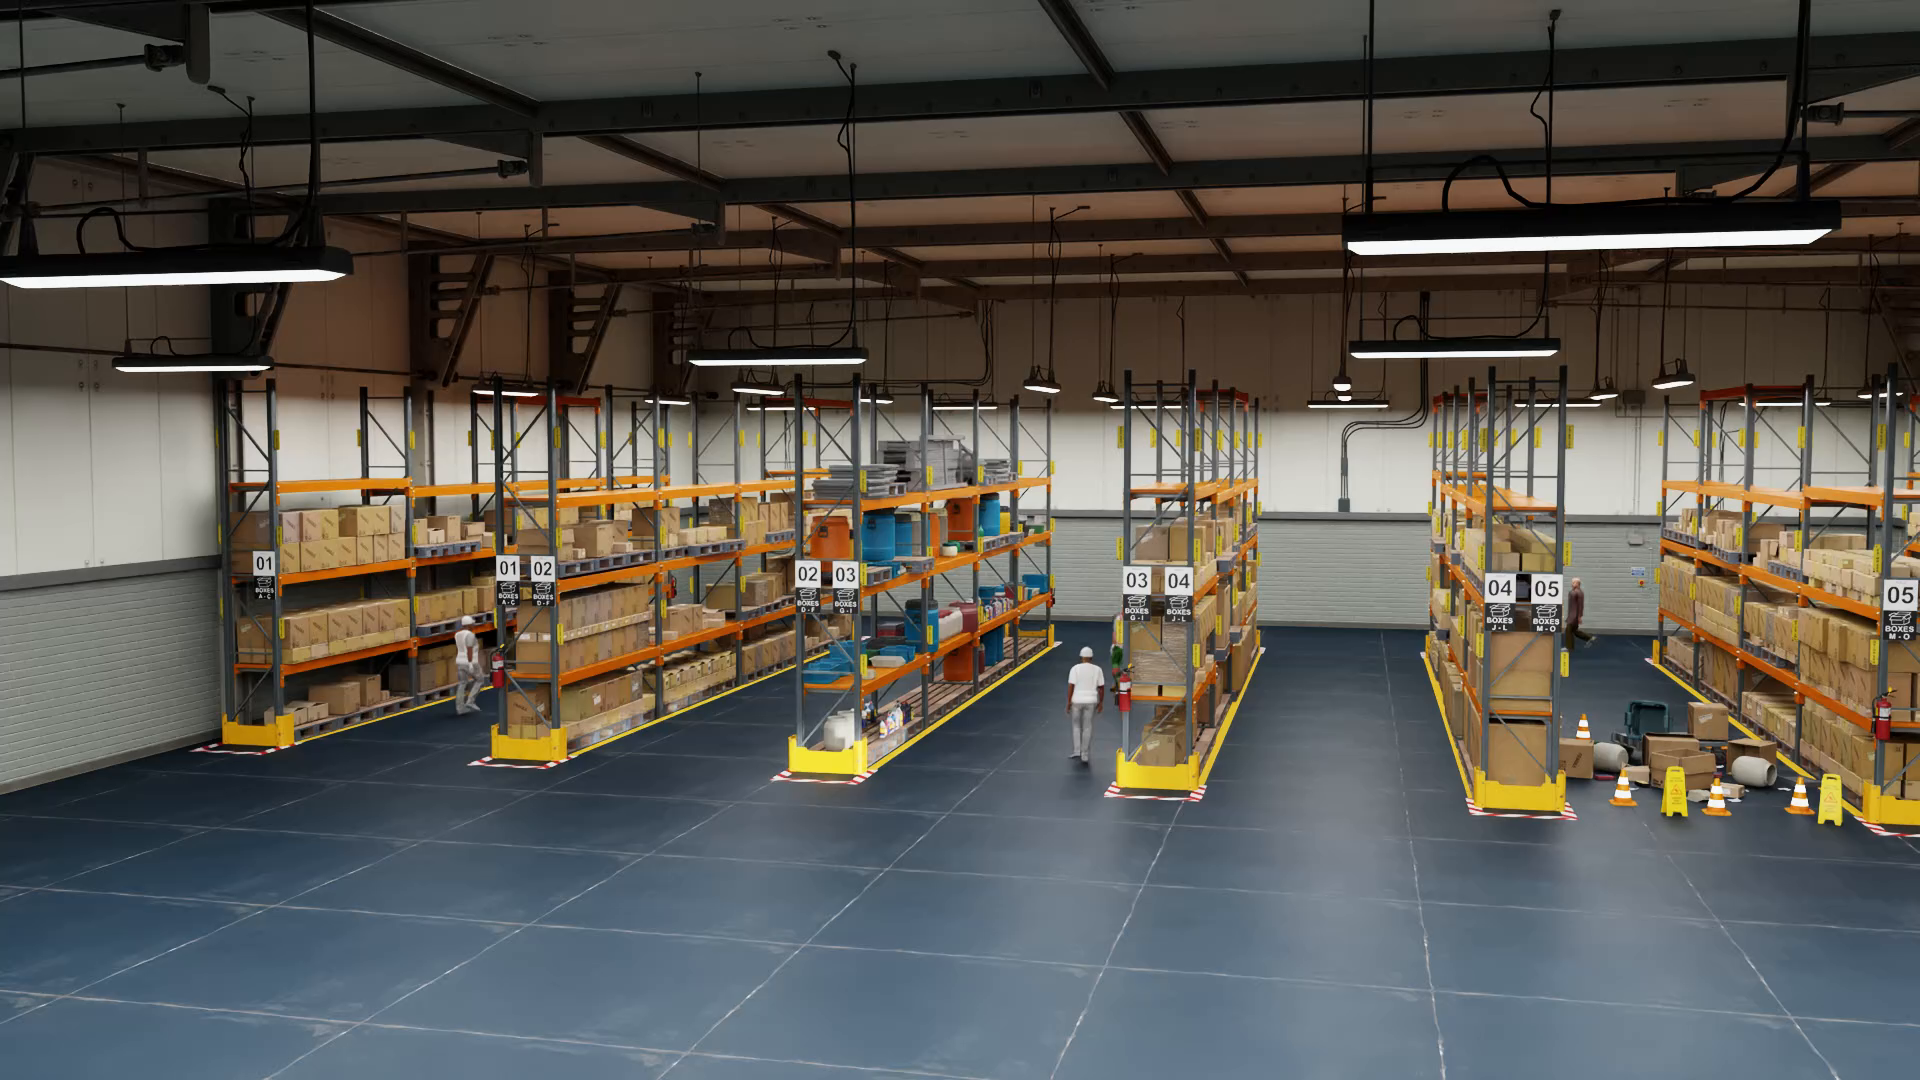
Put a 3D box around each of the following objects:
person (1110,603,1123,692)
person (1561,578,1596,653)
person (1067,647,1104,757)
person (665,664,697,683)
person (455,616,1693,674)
[{"bbox_3d":[3.162,2.035,31.913,0.556,1.760,0.411,0,3,4],"label":"person"},{"bbox_3d":[14.520,1.764,39.090,0.879,1.755,0.541,1,3,9],"label":"person"},{"bbox_3d":[1.963,2.518,26.005,0.588,1.676,0.555,0,3,5],"label":"person"},{"bbox_3d":[3.983,2.353,25.990,9.878,1.275,20.184,-2,4,-34],"label":"person"},{"bbox_3d":[5.930,1.956,35.965,22.196,1.794,23.837,2,4,27],"label":"person"}]
